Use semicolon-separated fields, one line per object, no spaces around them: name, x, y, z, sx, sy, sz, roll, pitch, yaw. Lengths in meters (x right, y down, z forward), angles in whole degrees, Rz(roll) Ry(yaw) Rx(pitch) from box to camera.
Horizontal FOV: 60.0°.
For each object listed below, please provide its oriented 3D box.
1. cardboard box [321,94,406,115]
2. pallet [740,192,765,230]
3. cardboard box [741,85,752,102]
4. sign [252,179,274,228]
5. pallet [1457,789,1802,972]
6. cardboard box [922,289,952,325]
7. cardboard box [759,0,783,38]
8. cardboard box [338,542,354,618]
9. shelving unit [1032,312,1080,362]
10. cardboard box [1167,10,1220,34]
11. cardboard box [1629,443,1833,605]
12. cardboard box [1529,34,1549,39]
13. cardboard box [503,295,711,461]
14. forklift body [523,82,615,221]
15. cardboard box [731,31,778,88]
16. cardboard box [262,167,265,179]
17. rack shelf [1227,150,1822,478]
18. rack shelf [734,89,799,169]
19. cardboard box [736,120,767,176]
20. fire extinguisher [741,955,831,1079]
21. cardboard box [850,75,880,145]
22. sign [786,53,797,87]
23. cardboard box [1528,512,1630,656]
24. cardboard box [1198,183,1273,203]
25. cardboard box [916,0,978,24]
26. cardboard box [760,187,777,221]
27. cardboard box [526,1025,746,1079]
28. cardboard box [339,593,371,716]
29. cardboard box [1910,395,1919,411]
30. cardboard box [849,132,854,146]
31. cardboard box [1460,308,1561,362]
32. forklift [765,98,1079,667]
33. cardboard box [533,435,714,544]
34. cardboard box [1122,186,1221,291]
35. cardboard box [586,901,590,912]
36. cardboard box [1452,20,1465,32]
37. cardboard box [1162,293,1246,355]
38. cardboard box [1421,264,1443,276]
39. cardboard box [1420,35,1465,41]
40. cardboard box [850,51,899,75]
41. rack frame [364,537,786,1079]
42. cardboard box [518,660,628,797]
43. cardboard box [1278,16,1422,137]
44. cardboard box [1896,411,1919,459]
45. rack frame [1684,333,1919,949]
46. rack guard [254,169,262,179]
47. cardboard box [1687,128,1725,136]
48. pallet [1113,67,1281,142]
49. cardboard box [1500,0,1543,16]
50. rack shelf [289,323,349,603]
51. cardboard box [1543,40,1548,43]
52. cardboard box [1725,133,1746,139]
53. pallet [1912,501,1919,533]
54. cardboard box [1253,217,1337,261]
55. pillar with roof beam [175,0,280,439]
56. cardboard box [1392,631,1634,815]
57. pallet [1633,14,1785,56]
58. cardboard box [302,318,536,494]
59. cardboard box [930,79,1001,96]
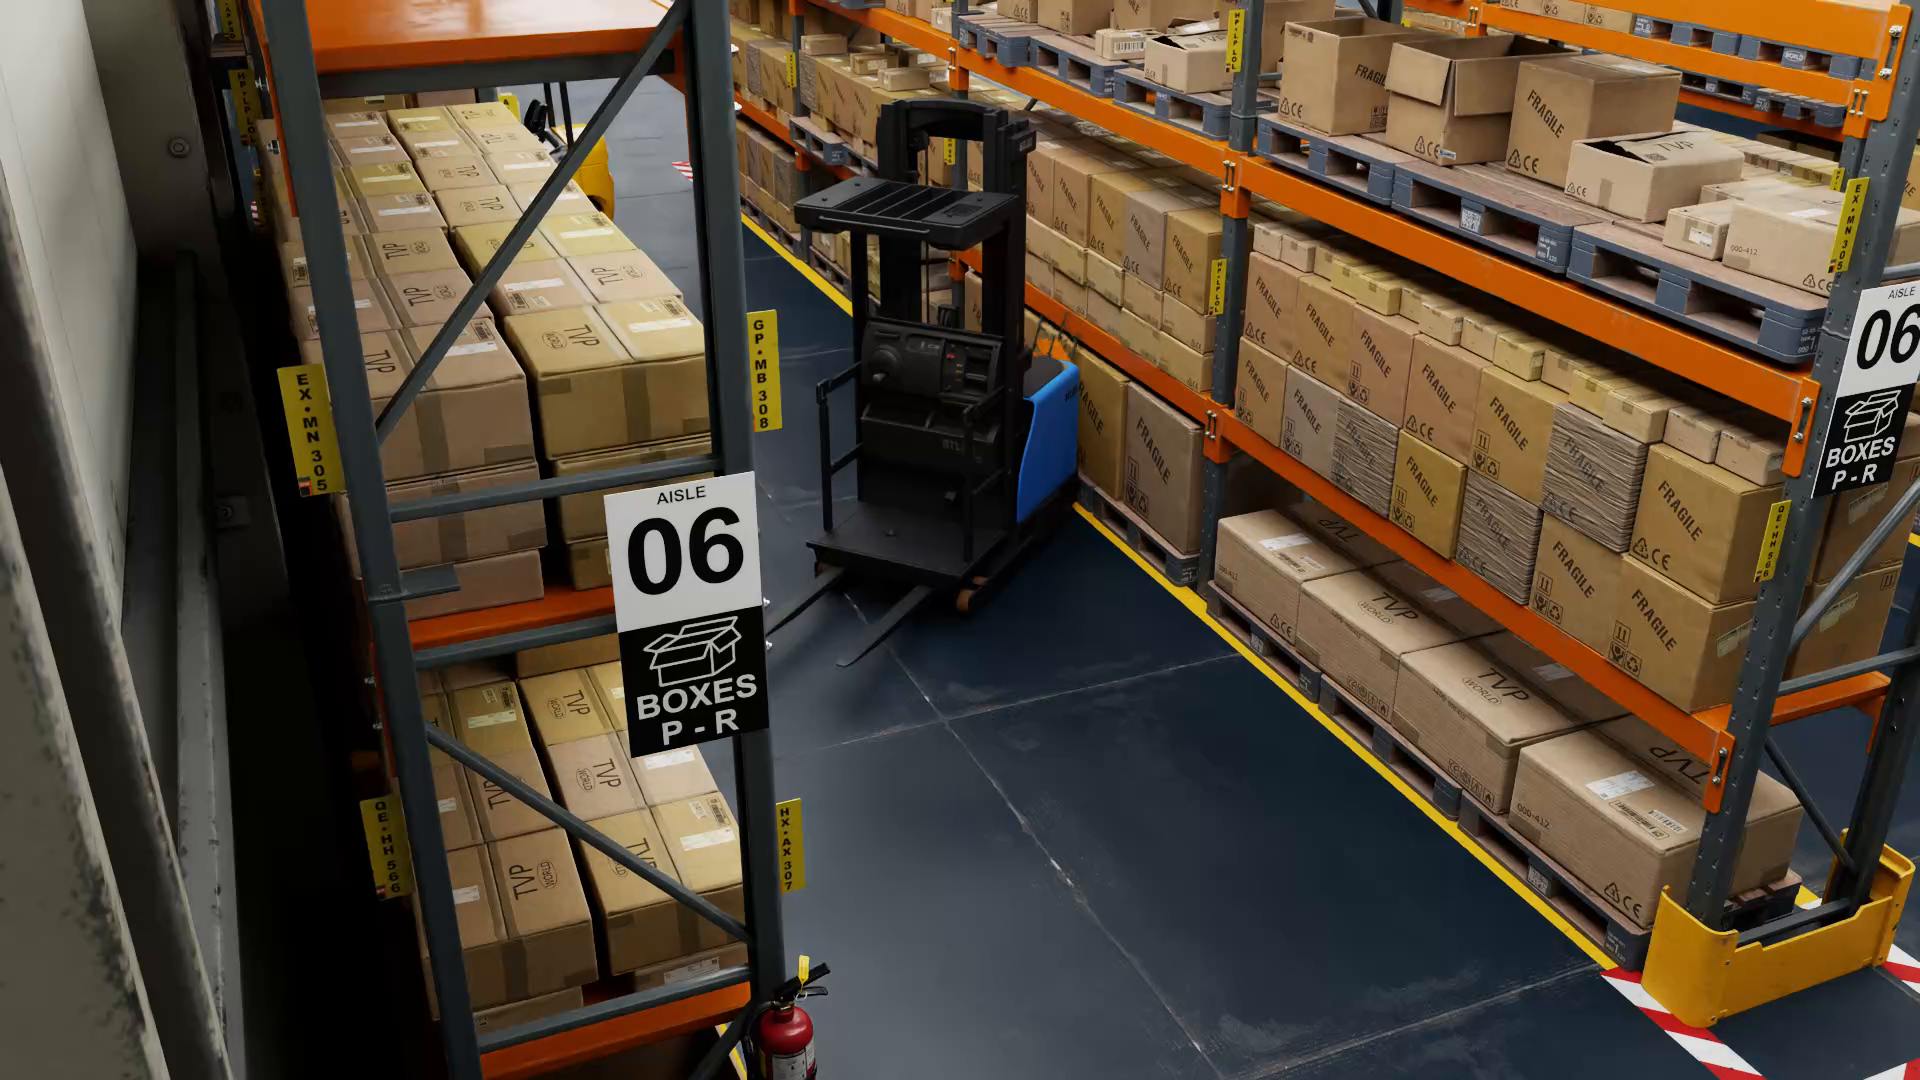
cardboard box;-2.765;-2.115;7.627;0.396;0.266;0.258;-11;28;-21
pallet;-1.926;-3.804;18.801;1.003;0.211;1.213;-11;28;-21
cardboard box;-2.163;-4.879;18.110;0.380;0.149;0.250;-10;28;-20
sign;-4.658;-2.253;11.126;0.100;0.325;0.005;-11;28;-21
pallet;3.165;1.489;7.959;1.003;0.211;1.213;-11;28;-21
cardboard box;0.205;-1.922;14.283;0.950;0.372;0.625;-13;29;-24
cardboard box;-1.761;-5.754;18.023;0.700;0.500;0.500;-11;28;-21
cardboard box;-2.434;0.166;7.322;0.500;0.250;0.500;-11;28;-21
shelving unit;0.575;-1.076;11.858;0.189;1.200;0.258;-7;49;-22
cardboard box;1.591;-3.343;10.934;0.396;0.266;0.258;-8;27;-16
cardboard box;3.143;-0.102;6.787;0.500;0.500;0.500;-10;28;-19
cardboard box;7.687;-6.580;20.856;0.875;0.500;0.500;-11;28;-21
cardboard box;-0.958;-0.461;4.619;0.500;0.250;0.500;-11;28;-21
forklift body;-4.860;-4.226;17.454;2.313;2.155;1.214;-11;28;-21
cardboard box;-2.172;-5.235;18.101;0.500;0.500;0.500;-11;28;-22
cardboard box;-5.078;-2.756;12.623;0.380;0.149;0.250;-11;28;-21
rack shelf;2.767;-1.286;7.867;1.077;0.370;4.000;-11;28;-21
rack shelf;-1.932;-4.783;18.447;1.077;0.370;4.000;-11;28;-21
cardboard box;-2.247;-4.407;18.658;0.500;0.500;0.500;-10;28;-20
fire extinguisher;-0.532;1.582;5.104;0.296;0.674;0.183;-11;28;-21
cardboard box;-0.641;-3.818;14.719;0.500;0.500;0.500;-12;28;-23
sign;-1.645;-4.592;16.249;0.100;0.325;0.005;-11;28;-21
cardboard box;2.935;0.146;7.418;0.500;0.500;0.500;-11;28;-22
cardboard box;1.851;-1.991;10.656;0.500;0.500;0.500;-11;28;-21
cardboard box;0.055;-4.461;13.436;0.700;0.500;0.500;-11;28;-21
cardboard box;-1.846;-3.658;17.978;0.500;0.250;0.500;-11;28;-22
cardboard box;-1.168;2.070;5.958;0.797;0.503;0.637;-12;28;-23
cardboard box;-3.046;0.572;9.029;0.500;0.500;0.500;-11;28;-21
cardboard box;7.014;-0.940;11.850;0.380;0.149;0.250;-10;28;-20
cardboard box;-0.795;-3.682;15.181;0.380;0.149;0.250;-10;28;-20
cardboard box;2.590;-0.965;7.816;0.380;0.149;0.250;-10;28;-19
forklift;-0.277;-1.069;10.099;1.130;2.935;3.031;12;29;23
cardboard box;-0.938;-0.240;4.736;0.500;0.250;0.500;-11;28;-21
cardboard box;1.368;-1.908;10.486;0.500;0.500;0.500;-10;28;-20
cardboard box;-1.169;1.138;5.786;0.380;0.149;0.250;-11;28;-21
cardboard box;6.791;-6.844;22.135;0.380;0.149;0.250;-11;28;-21
cardboard box;1.588;-1.363;10.223;0.500;0.250;0.500;-11;28;-21
cardboard box;2.605;-1.459;8.826;0.380;0.149;0.250;-11;28;-21
cardboard box;4.567;-4.456;15.705;0.700;0.500;0.500;-11;28;-21
cardboard box;-0.770;-4.286;14.939;0.380;0.149;0.250;-9;27;-18
rack frame;-1.015;1.400;4.964;1.000;3.000;0.127;-11;28;-21
cardboard box;-1.344;0.697;6.236;0.500;0.250;0.500;-11;28;-22
cardboard box;2.021;-2.422;8.667;0.500;0.500;0.500;-10;28;-20
cardboard box;3.666;-0.431;6.721;0.380;0.149;0.250;-10;28;-20
rack frame;3.550;0.546;6.714;1.000;3.000;0.127;-11;28;-21
rack guard;-7.291;-3.946;18.762;1.175;0.500;0.348;-11;28;-21
cardboard box;6.051;-3.277;13.673;0.380;0.149;0.250;-9;27;-18
pallet;1.579;-2.693;10.146;0.805;0.209;1.217;-12;28;-23
cardboard box;4.911;-4.692;13.908;0.500;0.500;0.500;-11;28;-21
rack shelf;-3.365;-0.699;10.083;1.077;0.370;4.000;-11;28;-21
cardboard box;7.483;-6.139;20.691;0.380;0.149;0.250;-11;28;-21
cardboard box;8.579;-4.403;19.196;0.700;0.500;0.500;-13;29;-25
pallet;6.795;-0.442;11.916;1.003;0.211;1.213;-11;28;-21
cardboard box;1.869;-1.683;9.285;0.380;0.149;0.250;-11;28;-21
pillar with roof beam;-1.527;-5.637;12.538;9.100;9.000;0.400;-11;28;-21
cardboard box;2.834;0.891;8.448;0.875;0.438;0.875;-10;28;-19
pallet;5.946;-3.910;12.634;1.213;0.211;1.003;-11;28;-21
cardboard box;-1.446;-0.370;4.433;0.500;0.250;0.500;-11;28;-22
cardboard box;0.029;-3.695;14.468;0.500;0.500;0.500;-10;28;-20
